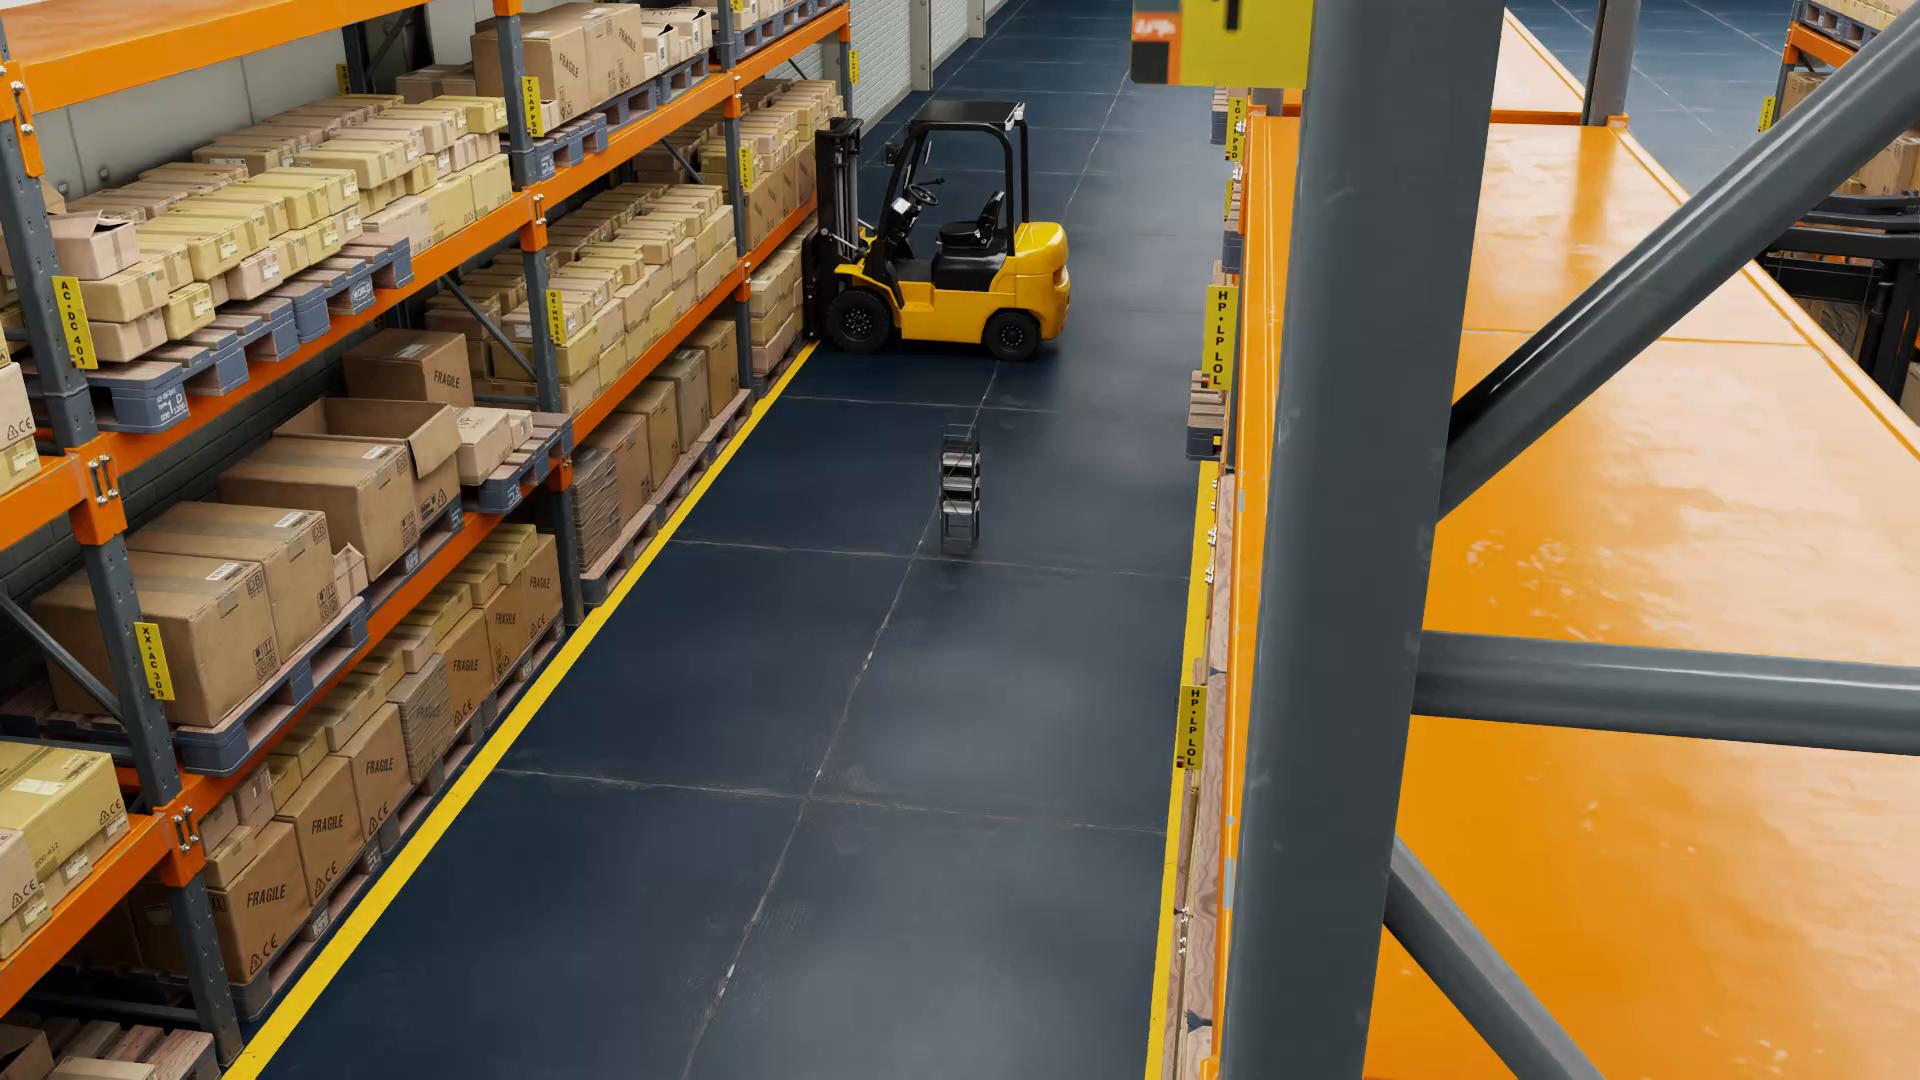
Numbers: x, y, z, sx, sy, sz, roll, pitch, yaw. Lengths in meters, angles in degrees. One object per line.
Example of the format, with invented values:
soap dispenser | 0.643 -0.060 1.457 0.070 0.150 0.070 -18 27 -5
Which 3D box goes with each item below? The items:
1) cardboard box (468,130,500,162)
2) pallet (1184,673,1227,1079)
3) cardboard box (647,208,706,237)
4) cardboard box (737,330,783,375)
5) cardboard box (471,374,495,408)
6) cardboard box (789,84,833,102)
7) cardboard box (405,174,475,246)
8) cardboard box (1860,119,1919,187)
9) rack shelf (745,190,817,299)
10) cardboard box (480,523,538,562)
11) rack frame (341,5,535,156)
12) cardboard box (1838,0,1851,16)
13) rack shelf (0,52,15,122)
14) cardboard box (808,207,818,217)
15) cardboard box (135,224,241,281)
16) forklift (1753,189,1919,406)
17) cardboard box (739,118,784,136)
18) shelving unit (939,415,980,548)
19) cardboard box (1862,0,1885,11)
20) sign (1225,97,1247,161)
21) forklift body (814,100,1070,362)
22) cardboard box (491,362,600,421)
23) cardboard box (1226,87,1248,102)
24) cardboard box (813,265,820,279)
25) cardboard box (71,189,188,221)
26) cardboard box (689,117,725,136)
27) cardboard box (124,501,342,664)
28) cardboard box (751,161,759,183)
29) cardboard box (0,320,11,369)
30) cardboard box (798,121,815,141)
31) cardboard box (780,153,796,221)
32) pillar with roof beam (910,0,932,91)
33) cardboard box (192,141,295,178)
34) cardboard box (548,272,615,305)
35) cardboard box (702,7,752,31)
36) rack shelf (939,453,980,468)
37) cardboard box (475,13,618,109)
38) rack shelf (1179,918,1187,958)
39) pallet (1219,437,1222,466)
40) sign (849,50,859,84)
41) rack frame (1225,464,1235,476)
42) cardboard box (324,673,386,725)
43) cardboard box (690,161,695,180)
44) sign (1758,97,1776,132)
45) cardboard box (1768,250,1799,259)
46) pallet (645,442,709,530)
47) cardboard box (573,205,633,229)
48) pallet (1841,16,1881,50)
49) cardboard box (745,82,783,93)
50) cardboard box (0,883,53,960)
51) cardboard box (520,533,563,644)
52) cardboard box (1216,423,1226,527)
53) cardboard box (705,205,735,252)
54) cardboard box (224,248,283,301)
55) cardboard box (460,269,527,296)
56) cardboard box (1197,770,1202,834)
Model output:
cardboard box | -2.737 -2.164 9.046 0.380 0.149 0.250 5 25 10
pallet | 0.981 0.690 3.349 1.003 0.211 1.213 4 25 9
cardboard box | -2.128 -2.384 12.466 0.380 0.149 0.250 3 25 7
cardboard box | -1.857 -1.655 14.539 0.500 0.250 0.500 4 25 9
cardboard box | -3.096 -0.995 10.559 0.500 0.250 0.500 3 25 7
cardboard box | -1.470 -4.407 16.438 0.380 0.149 0.250 4 25 9
cardboard box | -2.843 -1.706 8.540 0.500 0.250 0.500 4 25 9
cardboard box | 7.828 -3.051 13.323 0.875 0.550 0.550 4 25 9
rack shelf | -1.936 -3.041 15.601 1.077 0.370 4.000 4 25 9
cardboard box | -2.748 0.015 9.912 0.380 0.149 0.250 3 25 6
rack frame | -2.917 -3.574 8.816 1.000 3.000 0.127 4 25 9
cardboard box | 7.651 -4.497 14.008 0.380 0.149 0.250 4 25 9
rack shelf | -3.897 -0.738 3.608 1.077 0.370 4.000 4 25 9
cardboard box | -1.455 -3.173 16.603 0.500 0.250 0.500 4 25 9
cardboard box | -3.032 -1.114 6.429 0.380 0.149 0.250 4 25 8
forklift | 4.893 -0.725 9.886 1.130 2.935 3.031 11 27 21
cardboard box | -1.786 -3.661 14.844 0.380 0.149 0.250 4 25 8
shelving unit | -0.001 -0.404 11.596 0.258 0.900 0.210 4 25 9
cardboard box | 7.610 -4.404 13.338 0.500 0.250 0.500 4 25 8
sign | 1.446 -2.146 8.693 0.100 0.325 0.005 4 25 9
forklift body | -0.119 -2.899 15.451 2.313 2.155 1.214 4 25 9
cardboard box | -2.603 -0.958 10.480 0.500 0.250 0.500 4 25 9
cardboard box | 2.001 -3.028 10.868 0.500 0.250 0.500 4 25 8
cardboard box | -1.622 -2.514 15.785 0.500 0.250 0.500 4 25 8
cardboard box | -3.464 -1.364 6.963 0.380 0.149 0.250 3 25 7
cardboard box | -2.268 -3.692 14.909 0.380 0.149 0.250 4 25 8
cardboard box | -3.186 0.177 7.265 0.700 0.500 0.500 4 25 9
cardboard box | -1.911 -3.093 13.980 0.380 0.149 0.250 5 25 10
cardboard box | -3.416 -0.608 5.254 0.500 0.250 0.500 4 25 9
cardboard box | -1.575 -3.840 15.576 0.380 0.149 0.250 4 25 9
cardboard box | -1.783 -3.174 14.919 0.500 0.500 0.500 4 25 8
pillar with roof beam | 3.596 -11.412 25.560 9.100 9.000 0.400 4 25 9
cardboard box | -3.397 -1.794 7.907 0.380 0.149 0.250 4 25 8
cardboard box | -2.485 -1.641 10.878 0.380 0.149 0.250 4 25 9
cardboard box | -1.890 -4.177 13.325 0.380 0.149 0.250 5 25 10
rack shelf | -0.001 -0.537 11.534 0.258 0.077 0.200 4 25 9
cardboard box | -2.574 -3.001 10.397 0.700 0.500 0.500 4 25 8
rack shelf | 1.000 2.320 4.148 1.077 0.370 4.000 4 25 9
pallet | 2.509 -0.599 12.826 1.003 0.211 1.213 4 25 9
sign | -1.076 -4.792 16.847 0.100 0.325 0.005 4 25 9
rack frame | 1.327 1.158 5.782 1.000 3.000 0.127 4 25 9
cardboard box | -3.098 0.782 8.274 0.380 0.149 0.250 5 26 10
cardboard box | -2.457 -3.129 14.057 0.380 0.149 0.250 3 25 7
sign | 7.642 -4.029 15.749 0.100 0.325 0.005 4 25 9
cardboard box | 8.143 -2.500 15.608 0.875 0.875 0.875 4 25 9
pallet | -2.542 -0.445 12.495 1.003 0.211 1.213 4 25 9
cardboard box | -2.691 -2.416 12.534 0.380 0.149 0.250 4 25 8
pallet | 7.880 -4.056 13.487 1.003 0.211 1.213 4 25 9
cardboard box | -1.980 -4.444 16.517 0.380 0.149 0.250 5 26 10
cardboard box | -3.413 1.301 5.773 0.380 0.149 0.250 5 25 10
cardboard box | -2.774 0.276 10.119 0.500 0.500 0.500 5 26 10
cardboard box | 1.402 -0.190 7.364 0.500 0.500 0.500 4 25 9
cardboard box | -2.091 -2.466 13.111 0.500 0.250 0.500 3 25 7
cardboard box | -2.982 -1.081 6.709 0.380 0.149 0.250 4 25 9
cardboard box | -3.057 -1.675 10.952 0.380 0.149 0.250 4 25 7
cardboard box | 1.152 1.021 6.252 0.500 0.250 0.500 3 25 7
